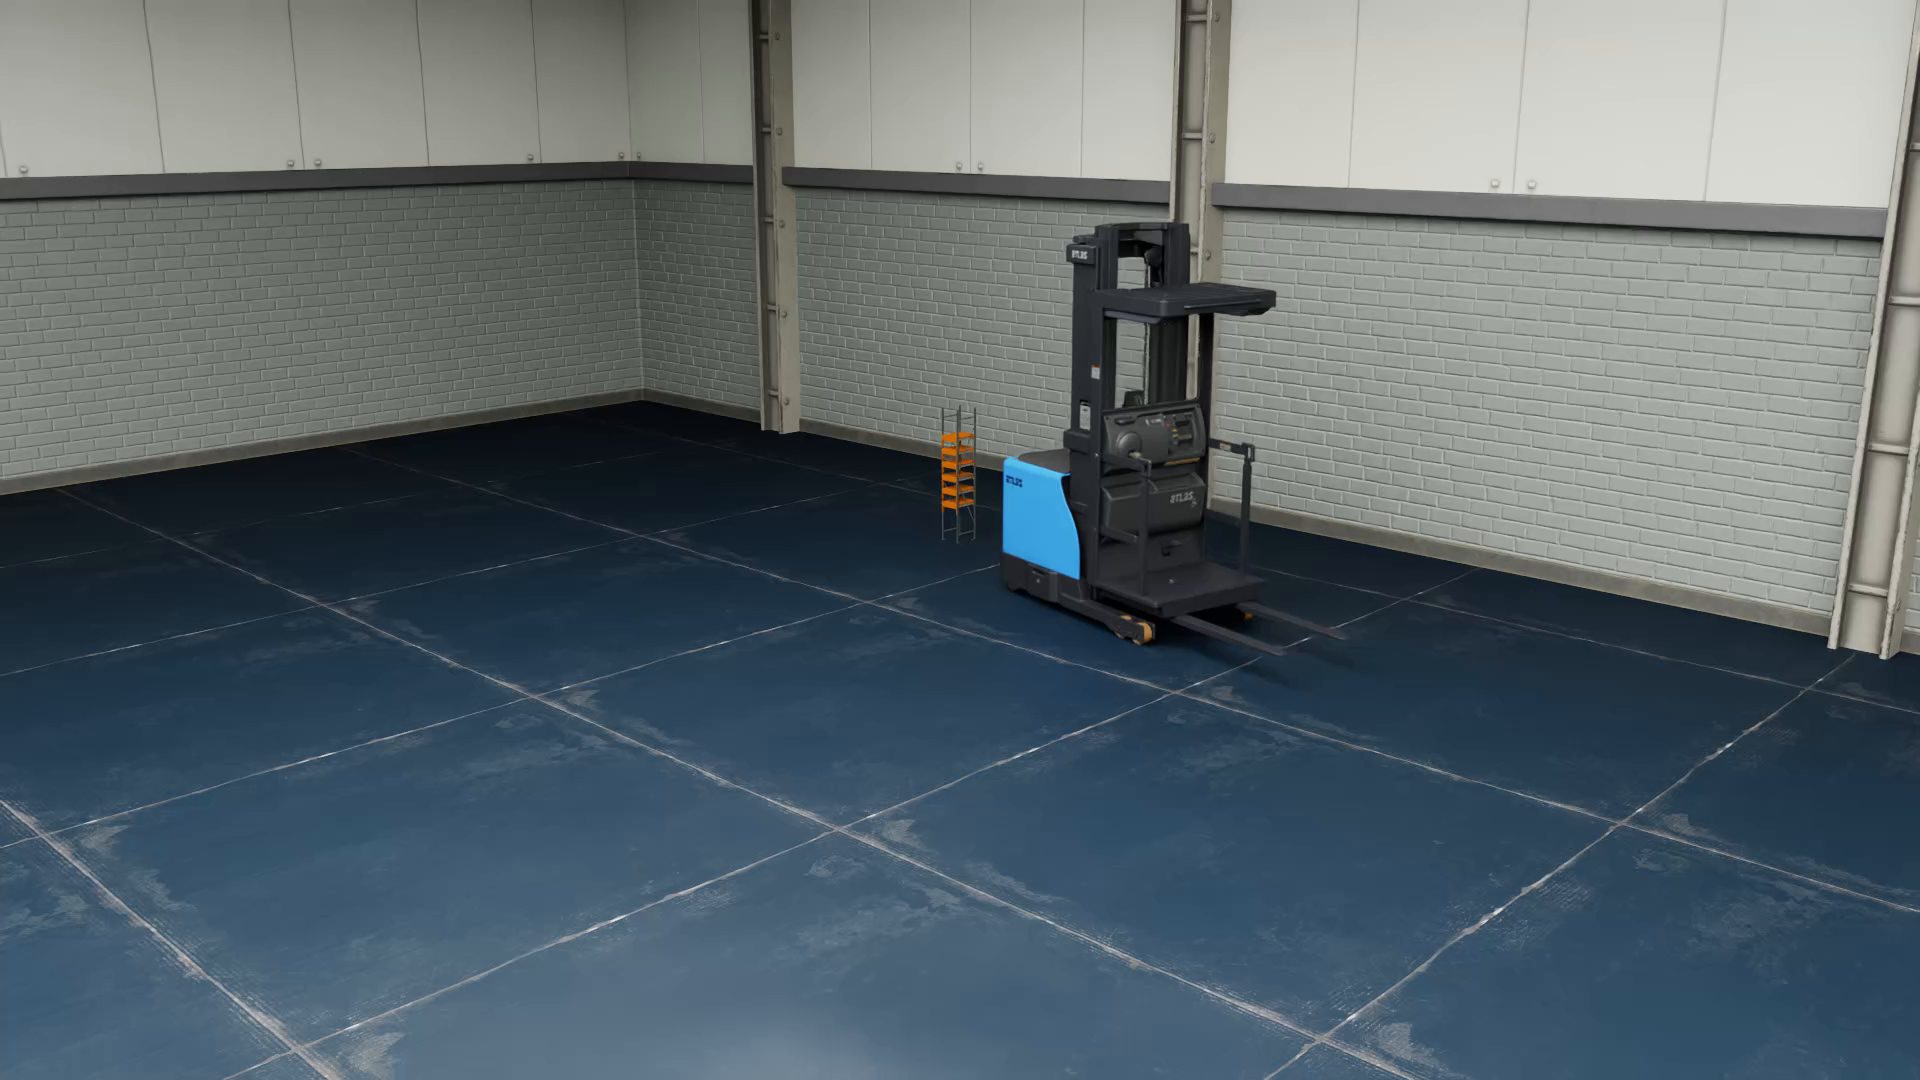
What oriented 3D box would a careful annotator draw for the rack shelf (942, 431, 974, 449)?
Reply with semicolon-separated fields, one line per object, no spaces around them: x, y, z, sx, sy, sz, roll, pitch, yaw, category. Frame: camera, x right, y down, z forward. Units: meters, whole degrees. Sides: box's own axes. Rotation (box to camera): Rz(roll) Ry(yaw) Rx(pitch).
-0.010;-0.889;14.711;0.180;0.103;0.258;14;20;42;rack shelf

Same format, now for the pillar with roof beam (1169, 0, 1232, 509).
-0.819;-3.843;11.834;0.400;9.000;9.100;14;20;42;pillar with roof beam

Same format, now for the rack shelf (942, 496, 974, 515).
-0.010;-0.308;14.862;0.180;0.103;0.258;14;20;42;rack shelf

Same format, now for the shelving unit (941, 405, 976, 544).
-0.010;-0.583;14.791;0.189;1.200;0.258;14;20;42;shelving unit

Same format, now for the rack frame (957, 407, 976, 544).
0.055;-0.567;14.729;0.006;1.200;0.240;14;20;42;rack frame

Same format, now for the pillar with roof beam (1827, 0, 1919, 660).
3.500;-2.793;7.804;0.400;9.000;9.100;14;20;42;pillar with roof beam

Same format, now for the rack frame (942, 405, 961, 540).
-0.076;-0.599;14.852;0.006;1.200;0.240;14;20;42;rack frame

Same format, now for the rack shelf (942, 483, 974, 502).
-0.010;-0.424;14.832;0.180;0.103;0.258;14;20;42;rack shelf

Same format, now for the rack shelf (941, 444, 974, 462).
-0.010;-0.772;14.741;0.180;0.103;0.258;14;20;42;rack shelf

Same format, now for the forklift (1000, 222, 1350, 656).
1.568;-0.797;12.177;1.130;2.935;3.031;-10;17;-33;forklift

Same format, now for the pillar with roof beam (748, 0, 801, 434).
-5.139;-4.893;15.864;0.400;9.000;9.100;14;20;42;pillar with roof beam

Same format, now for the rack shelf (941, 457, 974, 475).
-0.010;-0.656;14.771;0.180;0.103;0.258;14;20;42;rack shelf

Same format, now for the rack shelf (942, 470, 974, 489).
-0.010;-0.540;14.802;0.180;0.103;0.258;14;20;42;rack shelf
